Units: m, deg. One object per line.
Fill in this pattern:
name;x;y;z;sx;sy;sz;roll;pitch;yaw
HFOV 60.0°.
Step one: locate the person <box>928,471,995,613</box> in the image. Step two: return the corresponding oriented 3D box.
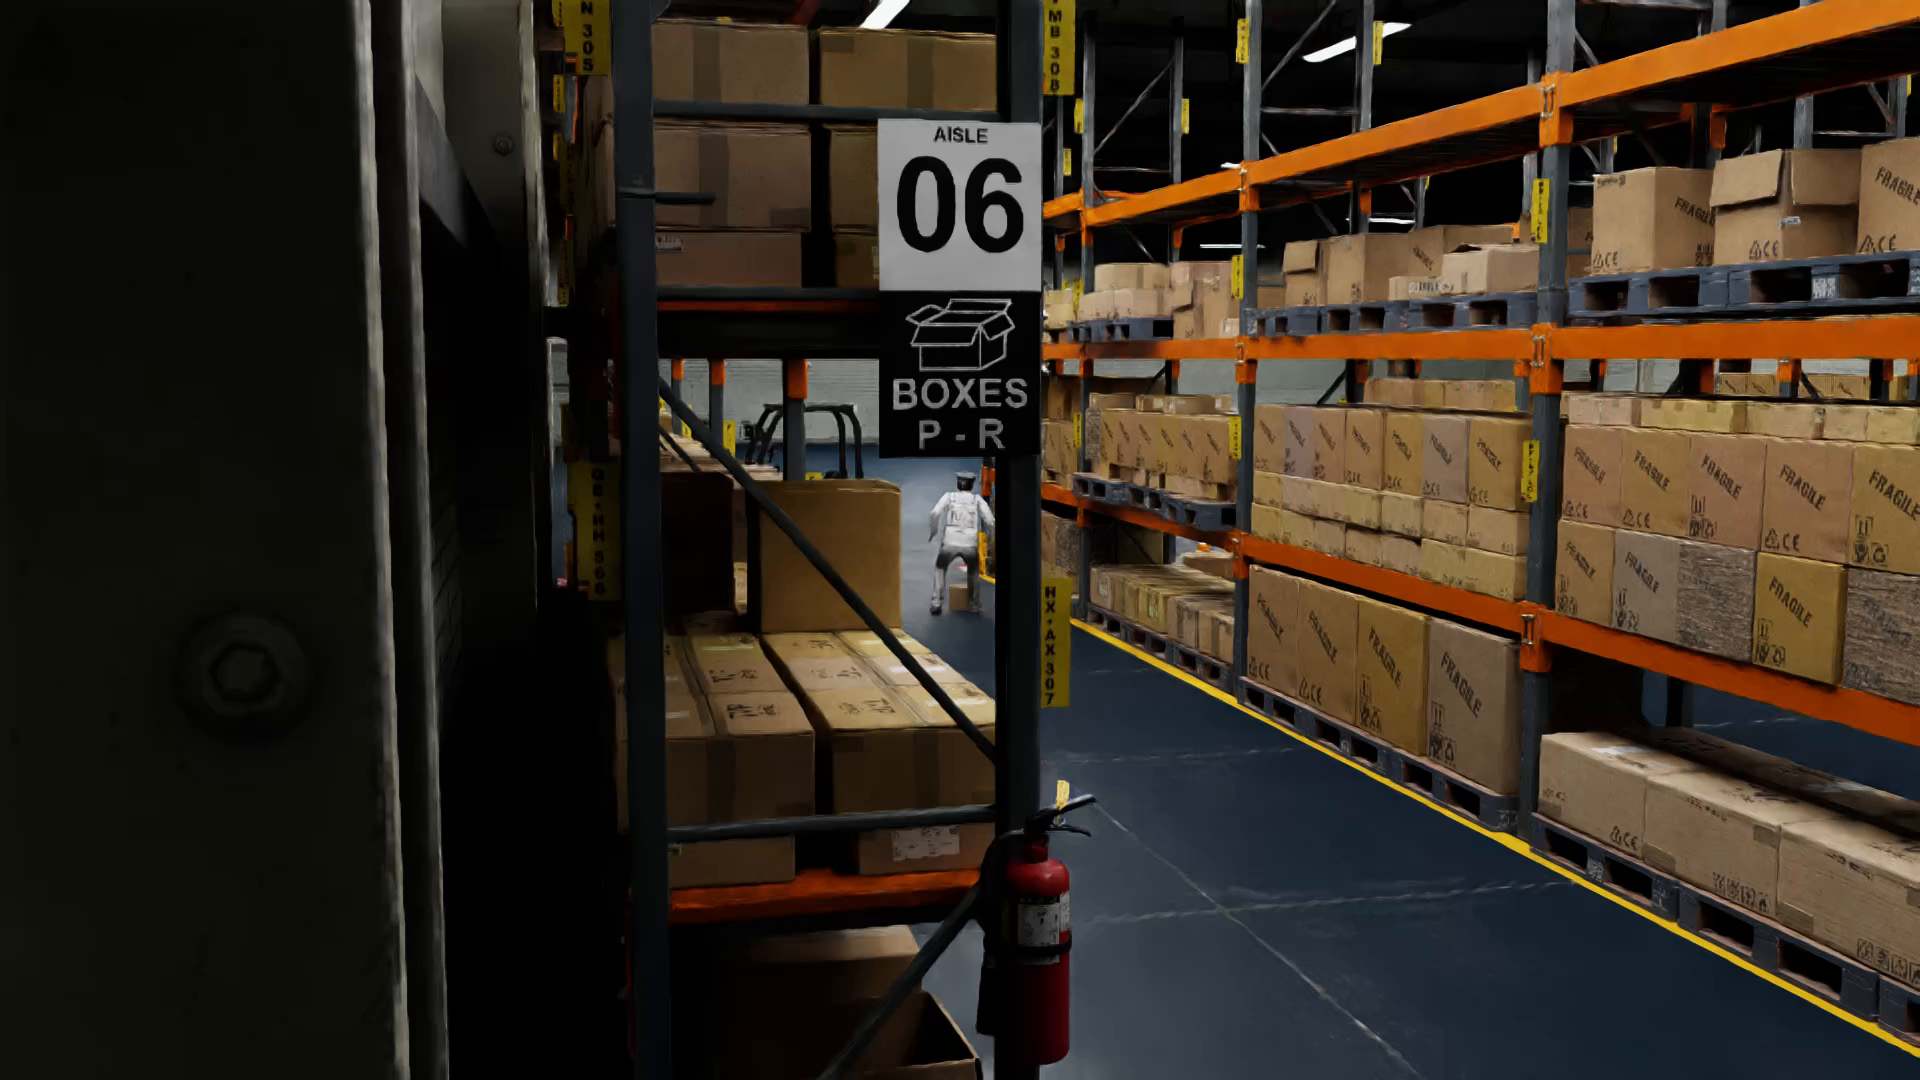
person;0.019;0.032;17.218;0.711;1.486;0.746;0;6;-2
